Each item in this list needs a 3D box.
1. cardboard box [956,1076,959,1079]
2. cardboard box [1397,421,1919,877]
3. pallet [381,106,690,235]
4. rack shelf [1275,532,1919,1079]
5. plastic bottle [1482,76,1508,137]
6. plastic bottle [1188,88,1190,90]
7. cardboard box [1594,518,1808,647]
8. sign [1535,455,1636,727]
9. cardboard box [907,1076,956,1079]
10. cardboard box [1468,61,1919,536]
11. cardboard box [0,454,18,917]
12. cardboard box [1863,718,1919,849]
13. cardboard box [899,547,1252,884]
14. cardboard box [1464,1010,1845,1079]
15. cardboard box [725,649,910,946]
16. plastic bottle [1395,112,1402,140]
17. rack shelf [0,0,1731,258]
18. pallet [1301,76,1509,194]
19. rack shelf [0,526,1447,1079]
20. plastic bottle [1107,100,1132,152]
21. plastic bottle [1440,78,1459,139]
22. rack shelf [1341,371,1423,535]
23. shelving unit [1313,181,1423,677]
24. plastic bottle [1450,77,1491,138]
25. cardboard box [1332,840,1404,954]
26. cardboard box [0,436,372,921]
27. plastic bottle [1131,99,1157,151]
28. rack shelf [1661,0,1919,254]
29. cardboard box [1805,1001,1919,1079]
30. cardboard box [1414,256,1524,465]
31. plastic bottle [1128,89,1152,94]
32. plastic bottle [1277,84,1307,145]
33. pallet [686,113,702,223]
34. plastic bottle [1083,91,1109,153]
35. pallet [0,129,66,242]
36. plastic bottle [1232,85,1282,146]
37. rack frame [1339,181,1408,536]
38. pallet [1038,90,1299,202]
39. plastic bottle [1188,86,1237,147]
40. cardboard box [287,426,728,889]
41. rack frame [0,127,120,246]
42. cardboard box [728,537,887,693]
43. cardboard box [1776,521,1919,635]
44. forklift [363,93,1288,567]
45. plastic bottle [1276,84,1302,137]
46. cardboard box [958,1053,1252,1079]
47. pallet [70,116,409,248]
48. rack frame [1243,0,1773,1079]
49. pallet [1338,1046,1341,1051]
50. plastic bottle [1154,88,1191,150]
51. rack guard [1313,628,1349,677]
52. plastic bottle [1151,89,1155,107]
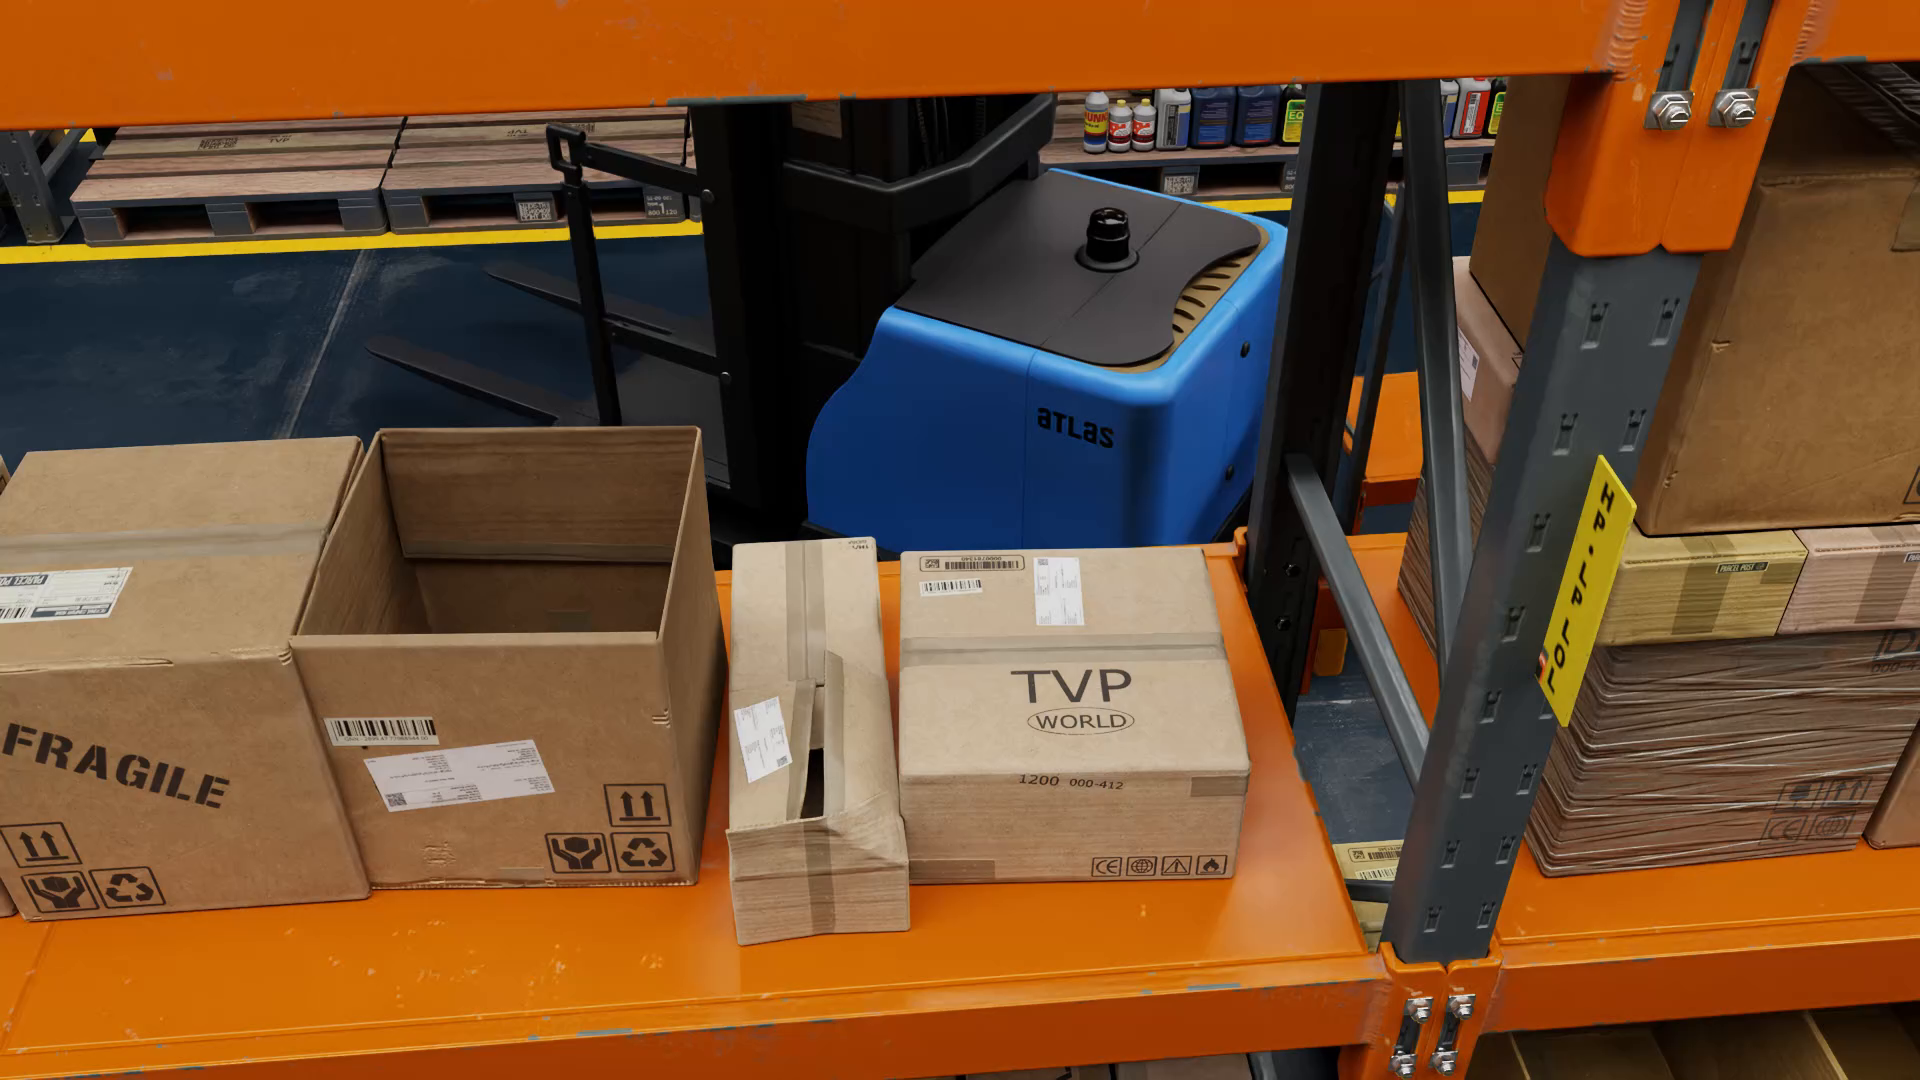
[{"bbox_3d":[0.257,1.267,3.103,0.500,0.250,0.500,-3,38,-4],"label":"cardboard box"},{"bbox_3d":[1.086,0.083,2.642,0.500,0.500,0.700,-4,38,-5],"label":"cardboard box"},{"bbox_3d":[-1.788,-1.675,7.202,1.213,0.211,1.003,-3,38,-4],"label":"pallet"},{"bbox_3d":[2.636,0.324,2.999,4.000,0.370,1.077,-3,38,-4],"label":"rack shelf"},{"bbox_3d":[2.288,-1.842,7.001,0.133,0.283,0.061,-2,38,-3],"label":"plastic bottle"},{"bbox_3d":[1.037,-1.916,7.039,0.185,0.351,0.144,-3,38,-4],"label":"plastic bottle"},{"bbox_3d":[0.929,-0.038,2.273,0.250,0.149,0.380,-3,38,-4],"label":"cardboard box"},{"bbox_3d":[0.702,0.062,1.879,0.005,0.325,0.100,-3,38,-4],"label":"sign"},{"bbox_3d":[-0.252,1.077,2.892,0.500,0.311,0.500,-2,38,-3],"label":"cardboard box"},{"bbox_3d":[1.086,-0.426,2.240,0.500,0.500,0.700,-3,38,-4],"label":"cardboard box"},{"bbox_3d":[-1.670,0.229,2.458,0.500,0.500,0.500,-5,39,-6],"label":"cardboard box"},{"bbox_3d":[1.610,0.050,2.684,0.500,0.500,0.700,-4,38,-4],"label":"cardboard box"},{"bbox_3d":[0.158,0.264,2.615,0.500,0.250,0.500,-1,38,-1],"label":"cardboard box"},{"bbox_3d":[1.134,0.939,2.914,0.500,0.500,0.500,-3,38,-4],"label":"cardboard box"},{"bbox_3d":[-0.215,0.365,2.474,0.258,0.266,0.396,-4,38,-5],"label":"cardboard box"},{"bbox_3d":[1.847,-1.870,6.982,0.185,0.351,0.144,-2,38,-2],"label":"plastic bottle"},{"bbox_3d":[-1.348,-0.635,1.792,4.000,0.370,1.077,-3,38,-4],"label":"rack shelf"},{"bbox_3d":[2.100,-1.891,7.476,1.213,0.211,1.003,-3,38,-4],"label":"pallet"},{"bbox_3d":[-1.348,0.543,2.721,4.000,0.370,1.077,-3,38,-4],"label":"rack shelf"},{"bbox_3d":[0.667,-1.732,6.928,0.097,0.201,0.097,0,38,0],"label":"plastic bottle"},{"bbox_3d":[2.011,-1.853,7.020,0.135,0.276,0.152,-4,38,-5],"label":"plastic bottle"},{"bbox_3d":[1.511,-0.288,4.695,1.000,0.185,0.538,-6,39,-7],"label":"rack shelf"},{"bbox_3d":[1.503,-0.429,4.582,1.083,1.500,0.587,-6,39,-7],"label":"shelving unit"},{"bbox_3d":[2.149,-1.860,7.030,0.135,0.276,0.152,-3,38,-4],"label":"plastic bottle"},{"bbox_3d":[1.087,0.905,3.562,0.500,0.250,0.500,-3,38,-4],"label":"cardboard box"},{"bbox_3d":[-1.146,0.200,2.494,0.500,0.500,0.500,-3,38,-4],"label":"cardboard box"},{"bbox_3d":[0.768,-1.738,6.935,0.097,0.201,0.097,0,38,0],"label":"plastic bottle"},{"bbox_3d":[2.636,-0.854,2.070,4.000,0.370,1.077,-3,38,-4],"label":"rack shelf"},{"bbox_3d":[1.631,0.906,2.955,0.500,0.500,0.500,-3,38,-4],"label":"cardboard box"},{"bbox_3d":[0.896,-0.290,2.592,0.250,0.149,0.380,-3,38,-4],"label":"cardboard box"},{"bbox_3d":[0.838,-2.163,7.353,0.185,0.351,0.144,-3,38,-4],"label":"plastic bottle"},{"bbox_3d":[1.406,-1.794,6.940,0.133,0.283,0.061,-2,38,-2],"label":"plastic bottle"},{"bbox_3d":[-0.570,-1.744,7.290,1.213,0.211,1.003,-3,38,-4],"label":"pallet"},{"bbox_3d":[0.565,-1.754,6.899,0.097,0.271,0.097,0,38,0],"label":"plastic bottle"},{"bbox_3d":[-4.557,-1.522,7.009,1.213,0.211,1.003,-3,38,-4],"label":"pallet"},{"bbox_3d":[1.238,-1.837,6.940,0.185,0.351,0.144,-5,39,-6],"label":"plastic bottle"},{"bbox_3d":[1.010,-0.379,4.519,0.032,1.500,0.500,-6,39,-7],"label":"rack frame"},{"bbox_3d":[0.882,-1.822,7.389,1.213,0.211,1.003,-3,38,-4],"label":"pallet"},{"bbox_3d":[1.050,-1.827,6.927,0.185,0.351,0.144,-2,38,-3],"label":"plastic bottle"},{"bbox_3d":[-0.647,0.173,2.529,0.500,0.500,0.500,-1,38,-1],"label":"cardboard box"},{"bbox_3d":[-3.775,-2.686,6.233,0.127,3.000,1.000,-3,38,-4],"label":"rack frame"},{"bbox_3d":[-0.257,0.172,2.813,0.250,0.149,0.380,-3,38,-4],"label":"cardboard box"},{"bbox_3d":[1.179,-0.052,2.290,0.250,0.149,0.380,-3,38,-3],"label":"cardboard box"},{"bbox_3d":[-0.583,-1.372,4.622,3.031,2.935,1.130,19,42,23],"label":"forklift"},{"bbox_3d":[1.381,-1.837,7.004,0.097,0.271,0.097,0,38,0],"label":"plastic bottle"},{"bbox_3d":[0.266,1.044,2.933,0.500,0.311,0.500,-3,38,-4],"label":"cardboard box"},{"bbox_3d":[-3.000,-1.610,7.120,1.213,0.211,1.003,-3,38,-4],"label":"pallet"},{"bbox_3d":[0.644,0.151,2.637,0.127,3.000,1.000,-3,38,-4],"label":"rack frame"},{"bbox_3d":[1.440,1.228,3.523,1.213,0.211,1.003,-3,38,-4],"label":"pallet"},{"bbox_3d":[0.885,-1.791,6.942,0.135,0.276,0.152,-2,38,-2],"label":"plastic bottle"},{"bbox_3d":[1.011,0.112,4.906,0.087,0.250,0.587,-6,39,-7],"label":"rack guard"},{"bbox_3d":[0.875,-1.859,7.022,0.133,0.283,0.061,-3,38,-4],"label":"plastic bottle"}]
